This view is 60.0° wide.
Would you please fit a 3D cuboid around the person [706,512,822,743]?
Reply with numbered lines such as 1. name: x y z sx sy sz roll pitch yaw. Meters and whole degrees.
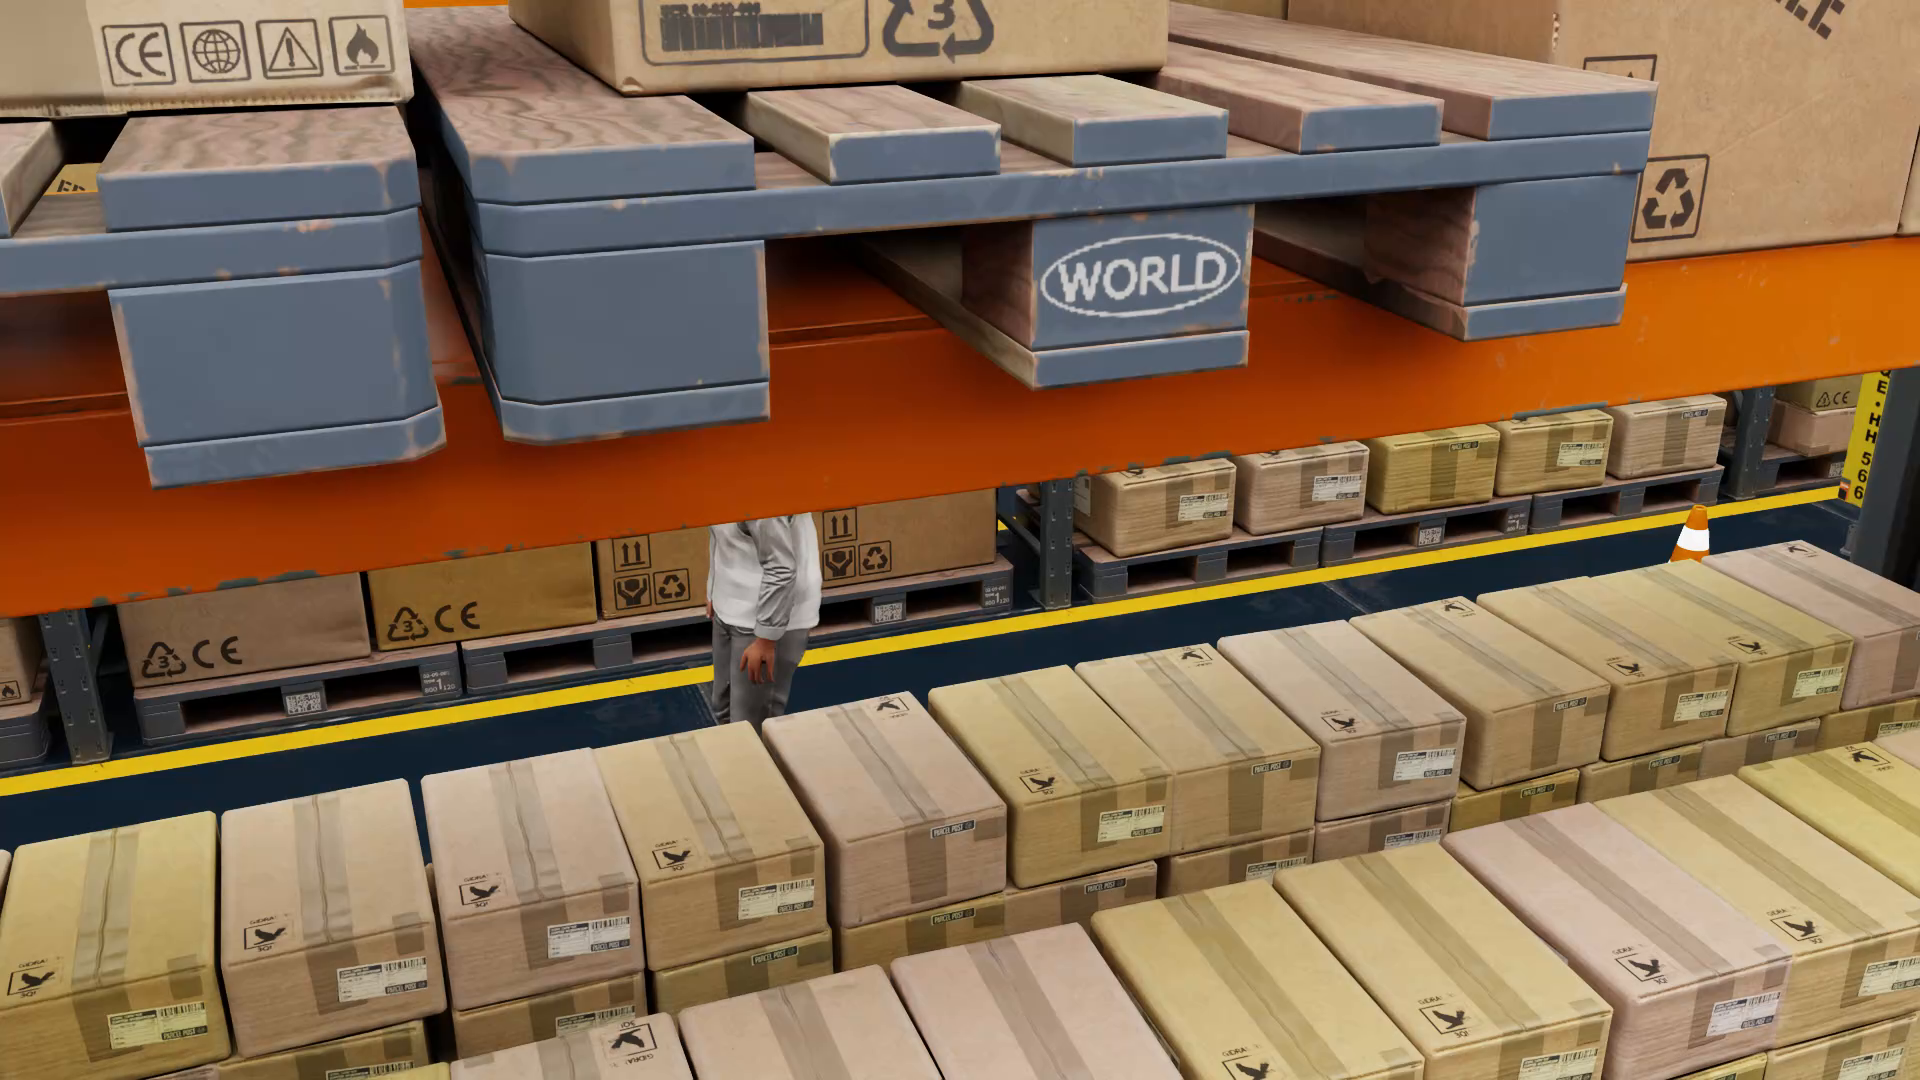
1. person: -0.697 0.239 5.482 0.466 1.768 0.586 -9 24 -20
